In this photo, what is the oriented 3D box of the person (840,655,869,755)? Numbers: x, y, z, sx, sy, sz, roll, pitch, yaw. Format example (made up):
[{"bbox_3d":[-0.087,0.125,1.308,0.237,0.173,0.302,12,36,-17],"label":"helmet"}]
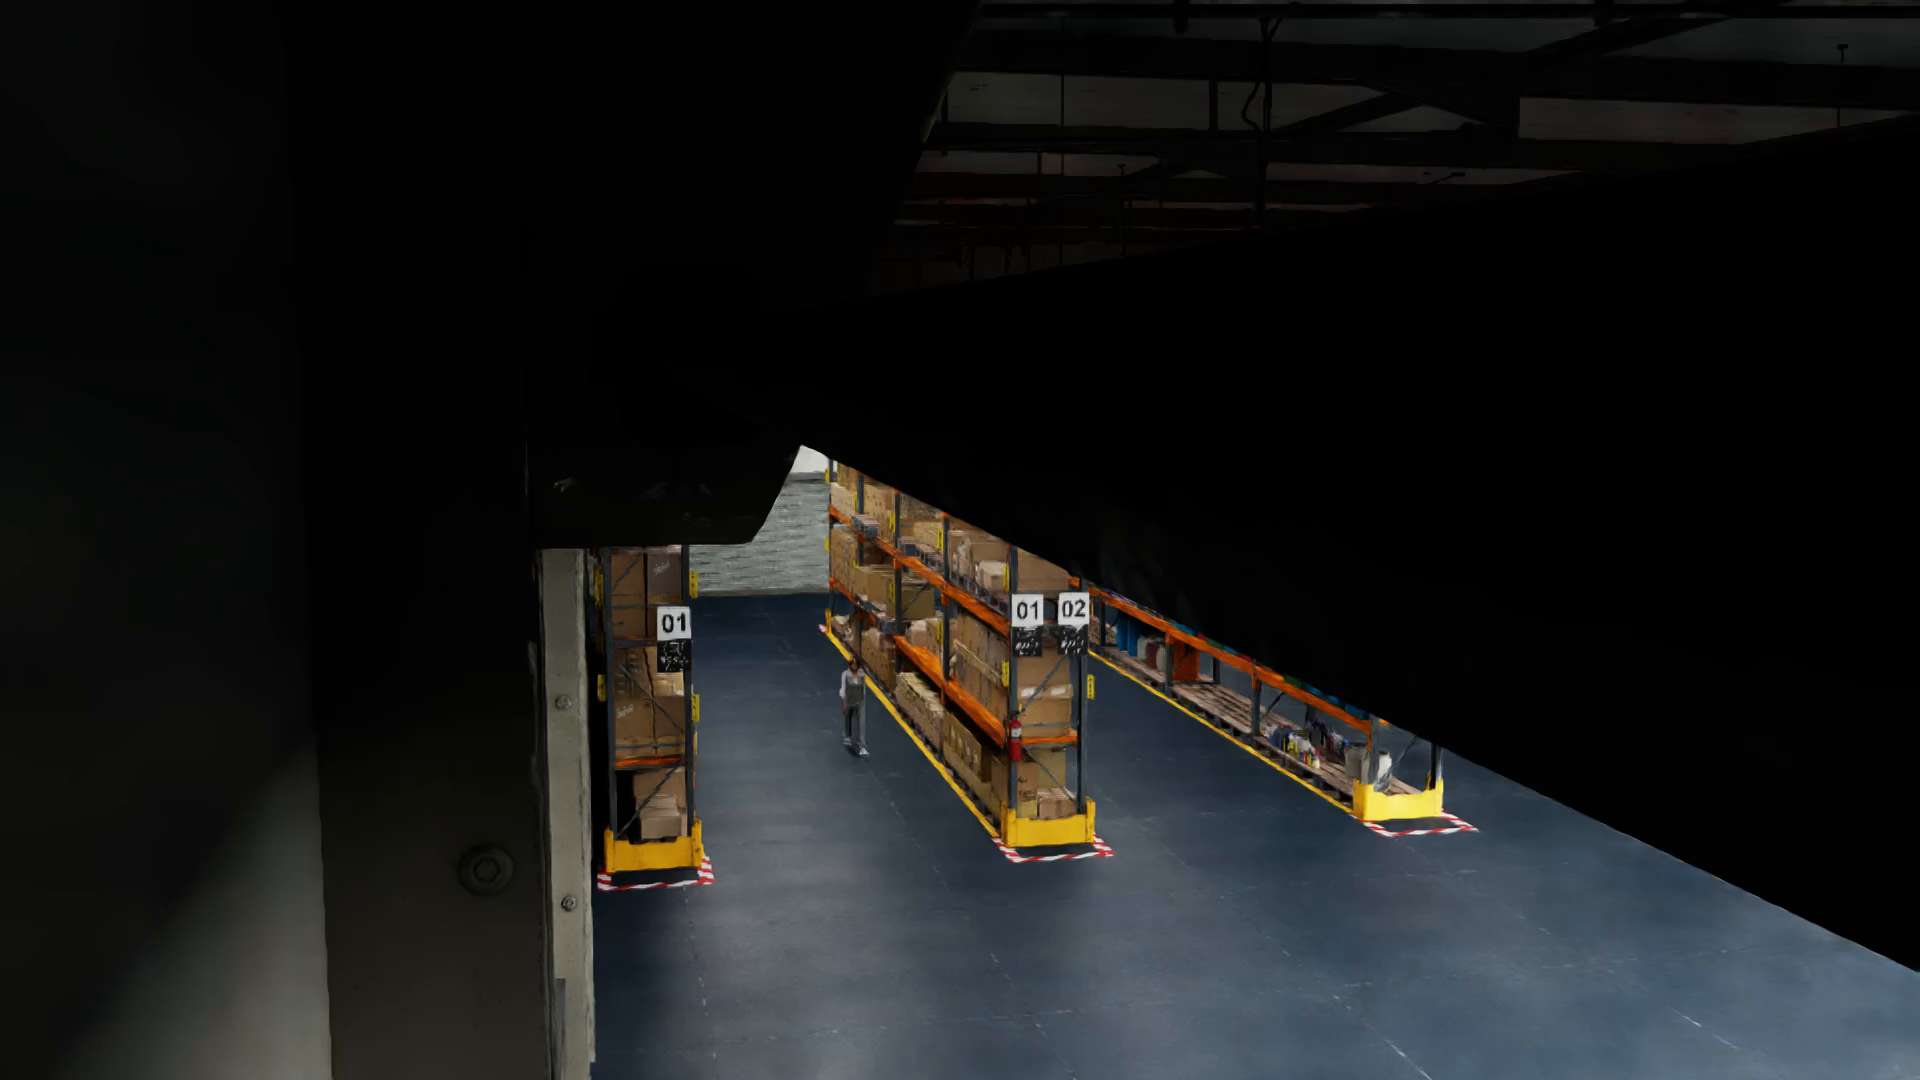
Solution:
[{"bbox_3d":[-1.651,2.514,25.738,0.417,1.517,1.037,-1,7,-10],"label":"person"}]
